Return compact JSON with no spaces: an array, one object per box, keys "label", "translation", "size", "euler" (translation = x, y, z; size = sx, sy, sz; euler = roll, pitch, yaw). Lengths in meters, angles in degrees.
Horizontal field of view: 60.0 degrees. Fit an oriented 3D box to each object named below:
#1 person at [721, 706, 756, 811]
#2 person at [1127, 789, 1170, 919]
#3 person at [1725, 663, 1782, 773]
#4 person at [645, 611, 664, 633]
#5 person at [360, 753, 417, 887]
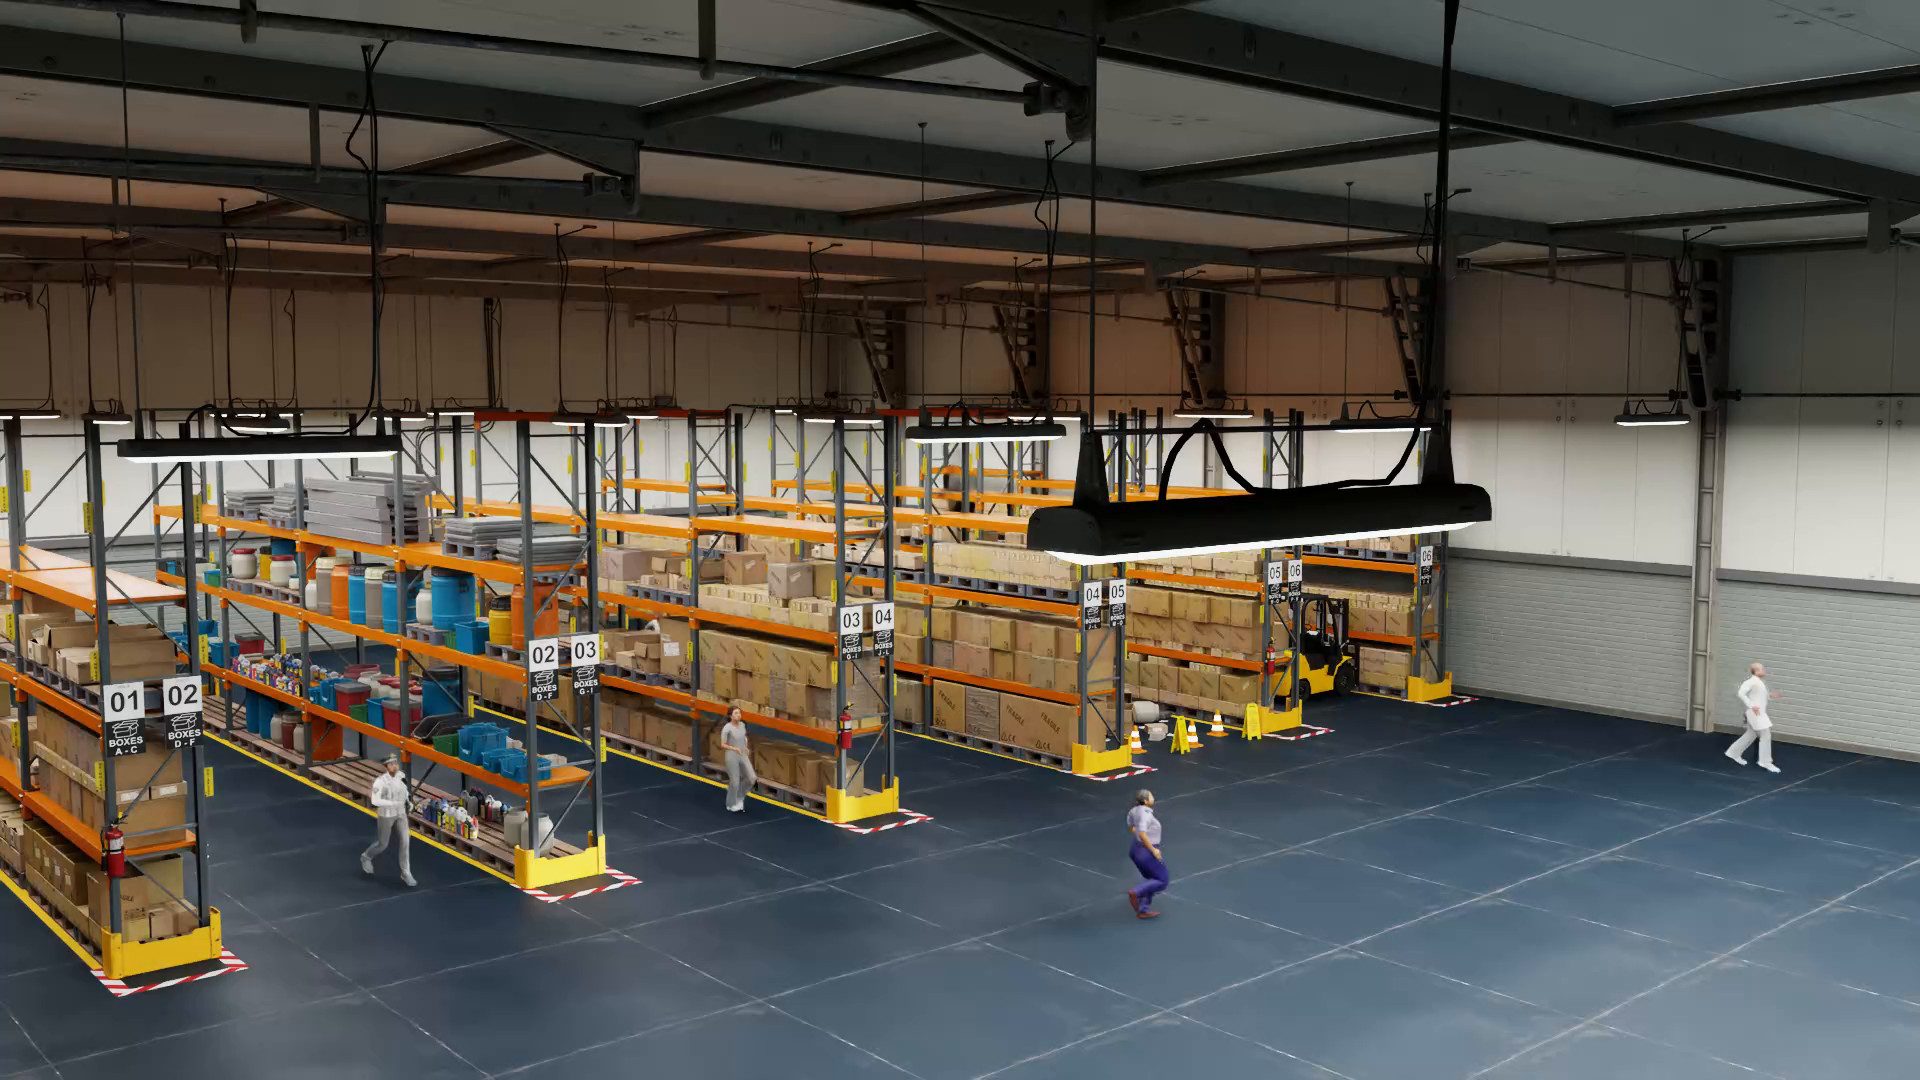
[{"label":"person","translation":[-3.343,3.301,25.054],"size":[0.539,1.627,0.605],"euler":[-5,7,-43]},{"label":"person","translation":[2.231,3.781,20.064],"size":[0.542,1.591,0.621],"euler":[-2,5,-17]},{"label":"person","translation":[13.416,2.973,28.077],"size":[0.875,1.824,0.694],"euler":[3,6,28]},{"label":"person","translation":[-6.412,2.318,35.668],"size":[0.644,1.786,0.867],"euler":[-4,6,-35]},{"label":"person","translation":[-7.400,3.590,21.599],"size":[0.937,1.717,0.622],"euler":[4,6,39]}]
